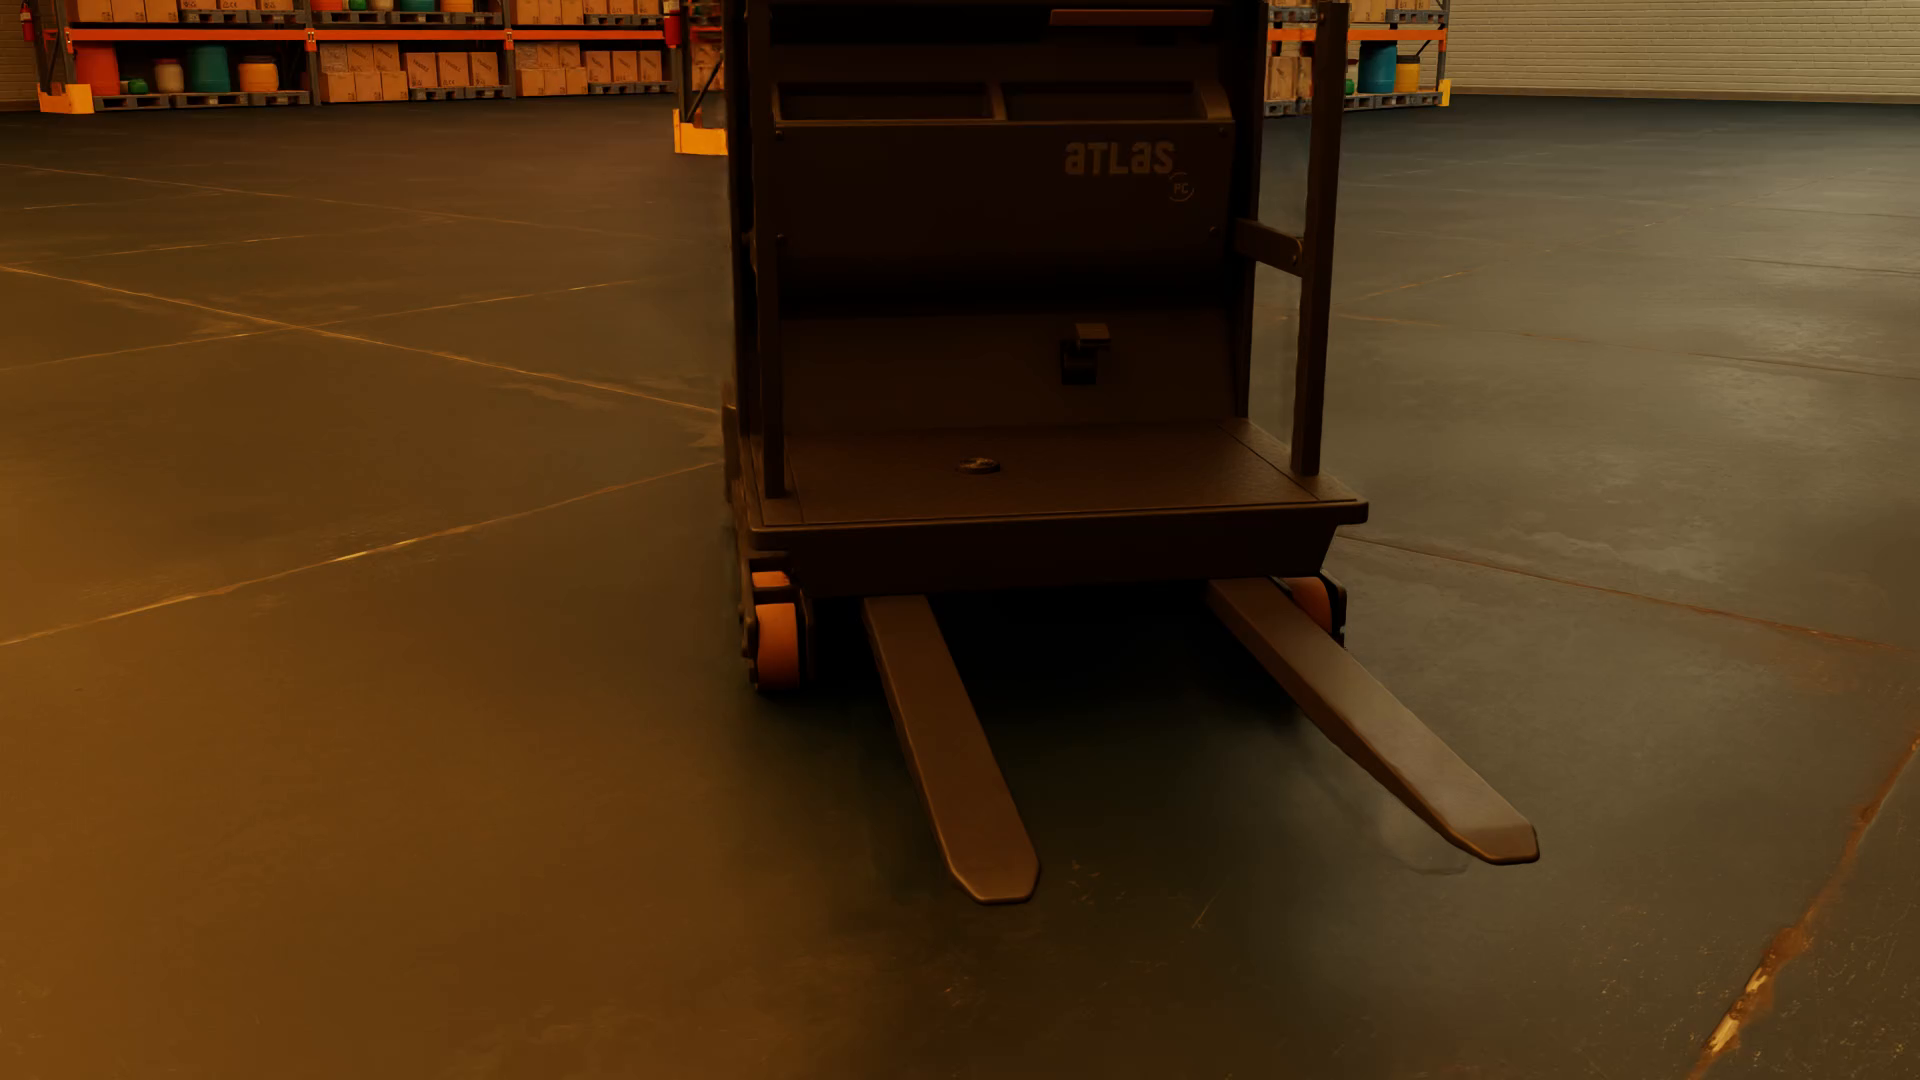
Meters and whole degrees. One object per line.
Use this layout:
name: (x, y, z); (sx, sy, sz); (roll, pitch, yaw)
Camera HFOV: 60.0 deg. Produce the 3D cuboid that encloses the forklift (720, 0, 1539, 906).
forklift: (0.114, -1.236, 2.969); (1.130, 2.935, 3.031); (-3, 17, -9)
